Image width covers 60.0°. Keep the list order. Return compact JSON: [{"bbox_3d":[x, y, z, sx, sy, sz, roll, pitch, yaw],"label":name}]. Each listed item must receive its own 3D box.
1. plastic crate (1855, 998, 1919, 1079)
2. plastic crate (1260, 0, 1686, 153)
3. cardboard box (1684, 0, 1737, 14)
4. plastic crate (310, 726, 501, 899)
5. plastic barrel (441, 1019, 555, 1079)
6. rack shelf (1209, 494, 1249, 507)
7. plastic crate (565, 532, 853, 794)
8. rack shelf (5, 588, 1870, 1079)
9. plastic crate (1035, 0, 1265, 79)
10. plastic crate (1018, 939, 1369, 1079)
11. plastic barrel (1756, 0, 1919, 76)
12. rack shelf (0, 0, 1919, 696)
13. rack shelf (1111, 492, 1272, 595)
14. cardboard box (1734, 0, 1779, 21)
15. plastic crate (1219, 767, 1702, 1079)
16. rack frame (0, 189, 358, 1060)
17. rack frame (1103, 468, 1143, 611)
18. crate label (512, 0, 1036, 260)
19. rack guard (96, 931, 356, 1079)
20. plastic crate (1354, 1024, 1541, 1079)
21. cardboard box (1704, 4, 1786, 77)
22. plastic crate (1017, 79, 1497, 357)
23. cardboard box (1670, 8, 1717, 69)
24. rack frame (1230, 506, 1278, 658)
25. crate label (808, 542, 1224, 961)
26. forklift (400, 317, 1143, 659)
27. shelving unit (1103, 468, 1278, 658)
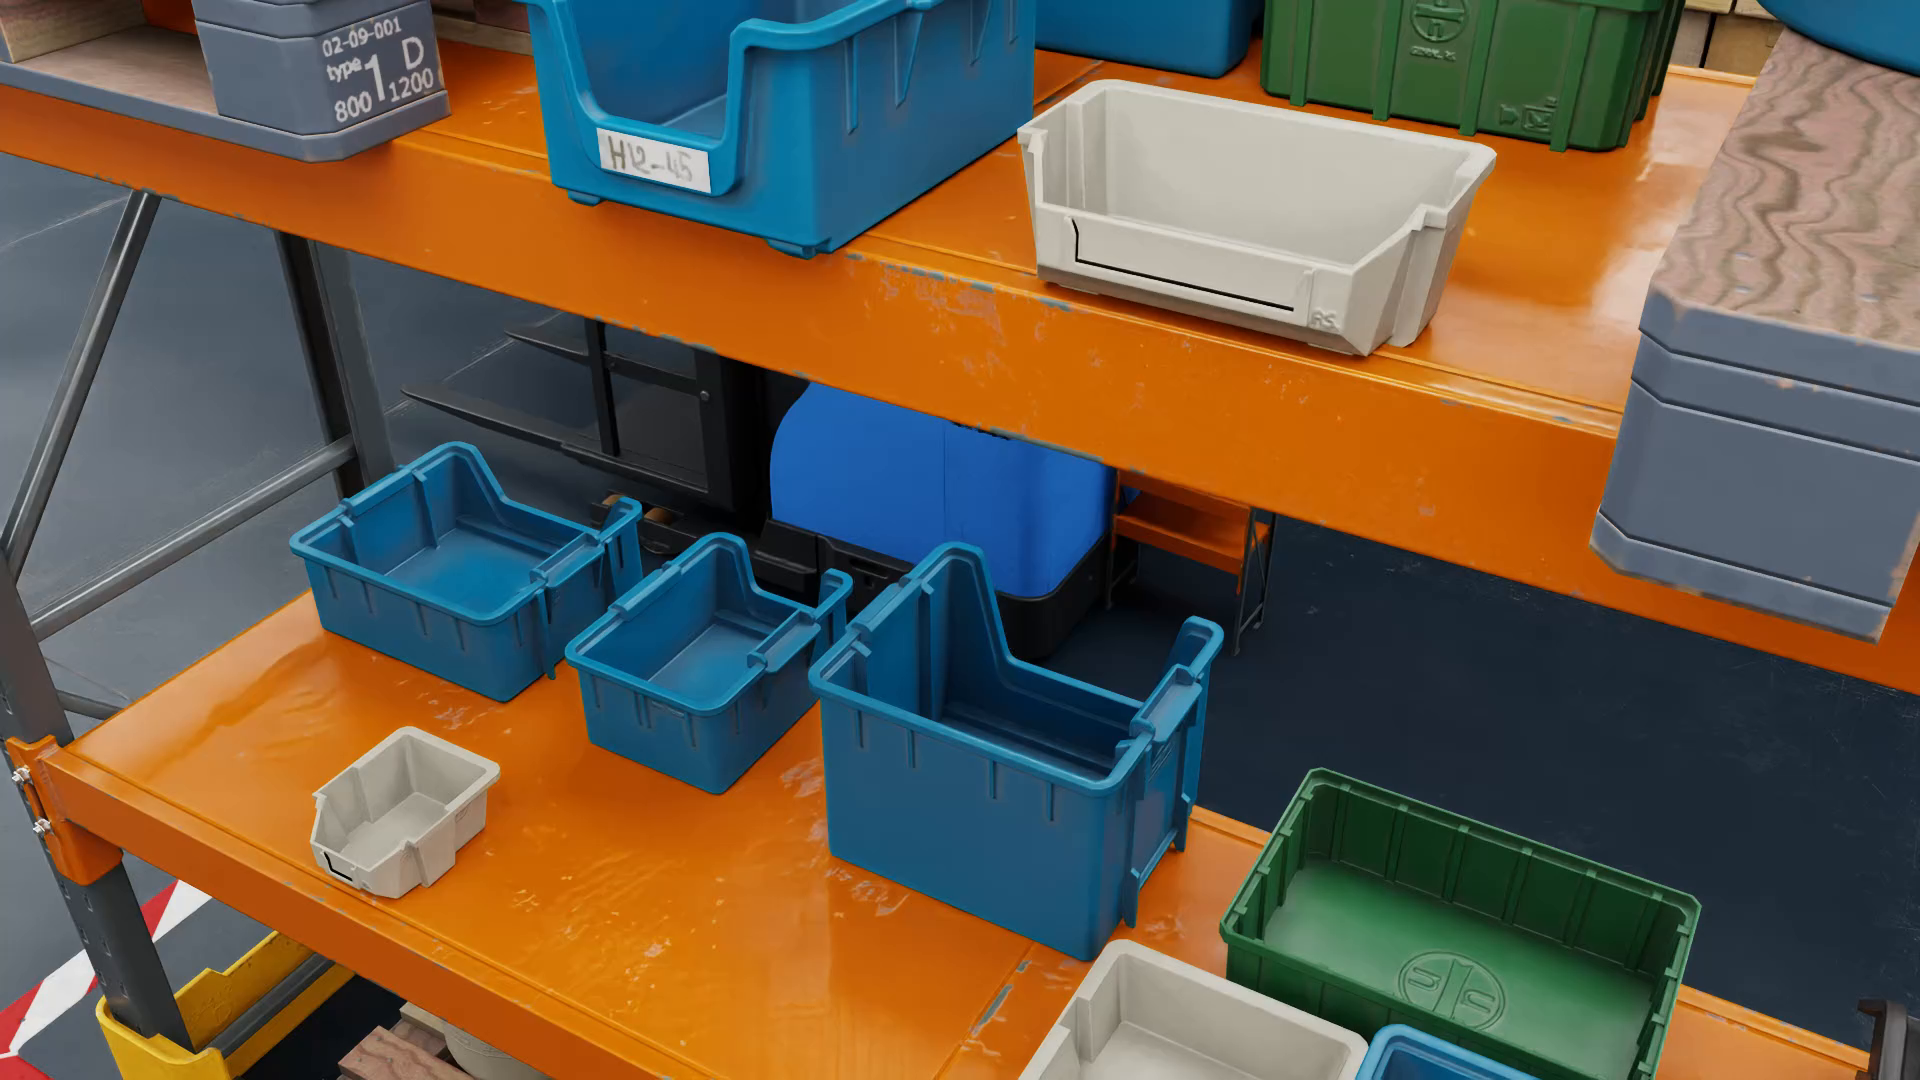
[{"bbox_3d":[1.452,0.919,2.220,0.504,0.338,0.767,18,37,24],"label":"plastic crate"},{"bbox_3d":[0.609,-0.627,1.971,0.450,0.188,0.336,18,37,24],"label":"plastic crate"},{"bbox_3d":[2.629,-1.990,5.856,0.250,0.149,0.380,19,38,26],"label":"cardboard box"},{"bbox_3d":[-1.012,0.509,3.018,0.250,0.136,0.298,18,37,24],"label":"plastic crate"},{"bbox_3d":[-1.020,1.003,3.904,0.421,0.512,0.421,0,34,0],"label":"plastic barrel"},{"bbox_3d":[0.791,-0.206,5.520,0.457,0.050,0.221,20,39,26],"label":"rack shelf"},{"bbox_3d":[-0.485,0.235,3.325,0.408,0.251,0.499,18,37,24],"label":"plastic crate"},{"bbox_3d":[0.107,0.847,2.920,4.000,0.370,1.077,18,37,24],"label":"rack shelf"},{"bbox_3d":[0.176,-0.864,2.150,0.575,0.384,0.392,18,37,24],"label":"plastic crate"},{"bbox_3d":[0.308,0.883,2.456,0.437,0.136,0.530,18,37,24],"label":"plastic crate"},{"bbox_3d":[1.033,-0.859,1.297,0.708,0.901,0.600,18,37,24],"label":"plastic barrel"},{"bbox_3d":[0.107,-0.401,2.089,4.000,0.370,1.077,18,37,24],"label":"rack shelf"},{"bbox_3d":[0.787,-0.010,5.654,0.480,0.148,0.258,20,39,26],"label":"rack shelf"},{"bbox_3d":[4.945,-1.866,4.487,4.934,1.460,0.703,19,38,26],"label":"cardboard box"},{"bbox_3d":[0.805,0.677,2.718,0.662,0.188,0.450,18,37,24],"label":"plastic crate"},{"bbox_3d":[-1.631,-0.001,3.545,0.053,2.616,0.949,18,37,24],"label":"rack frame"},{"bbox_3d":[0.585,-0.305,5.610,0.015,1.200,0.240,20,39,26],"label":"rack frame"},{"bbox_3d":[-0.168,-0.515,1.745,0.408,0.251,0.502,18,37,24],"label":"crate label"},{"bbox_3d":[-1.540,1.037,4.242,0.348,0.500,1.175,18,37,24],"label":"rack guard"},{"bbox_3d":[0.748,0.986,2.197,0.616,0.251,0.499,18,37,24],"label":"plastic crate"},{"bbox_3d":[3.022,-1.727,6.047,0.500,0.500,0.700,18,38,25],"label":"cardboard box"},{"bbox_3d":[0.250,-0.288,1.507,0.396,0.136,0.243,18,37,24],"label":"plastic crate"},{"bbox_3d":[2.576,-1.867,6.258,0.500,0.500,0.700,19,38,26],"label":"cardboard box"},{"bbox_3d":[0.997,-0.154,5.398,0.015,1.200,0.240,20,39,26],"label":"rack frame"},{"bbox_3d":[0.103,0.359,2.972,0.616,0.435,0.502,18,37,24],"label":"crate label"},{"bbox_3d":[0.353,-0.661,3.905,6.917,3.703,3.360,17,37,24],"label":"forklift"},{"bbox_3d":[0.791,-0.230,5.504,0.503,1.200,0.258,20,39,26],"label":"shelving unit"}]
